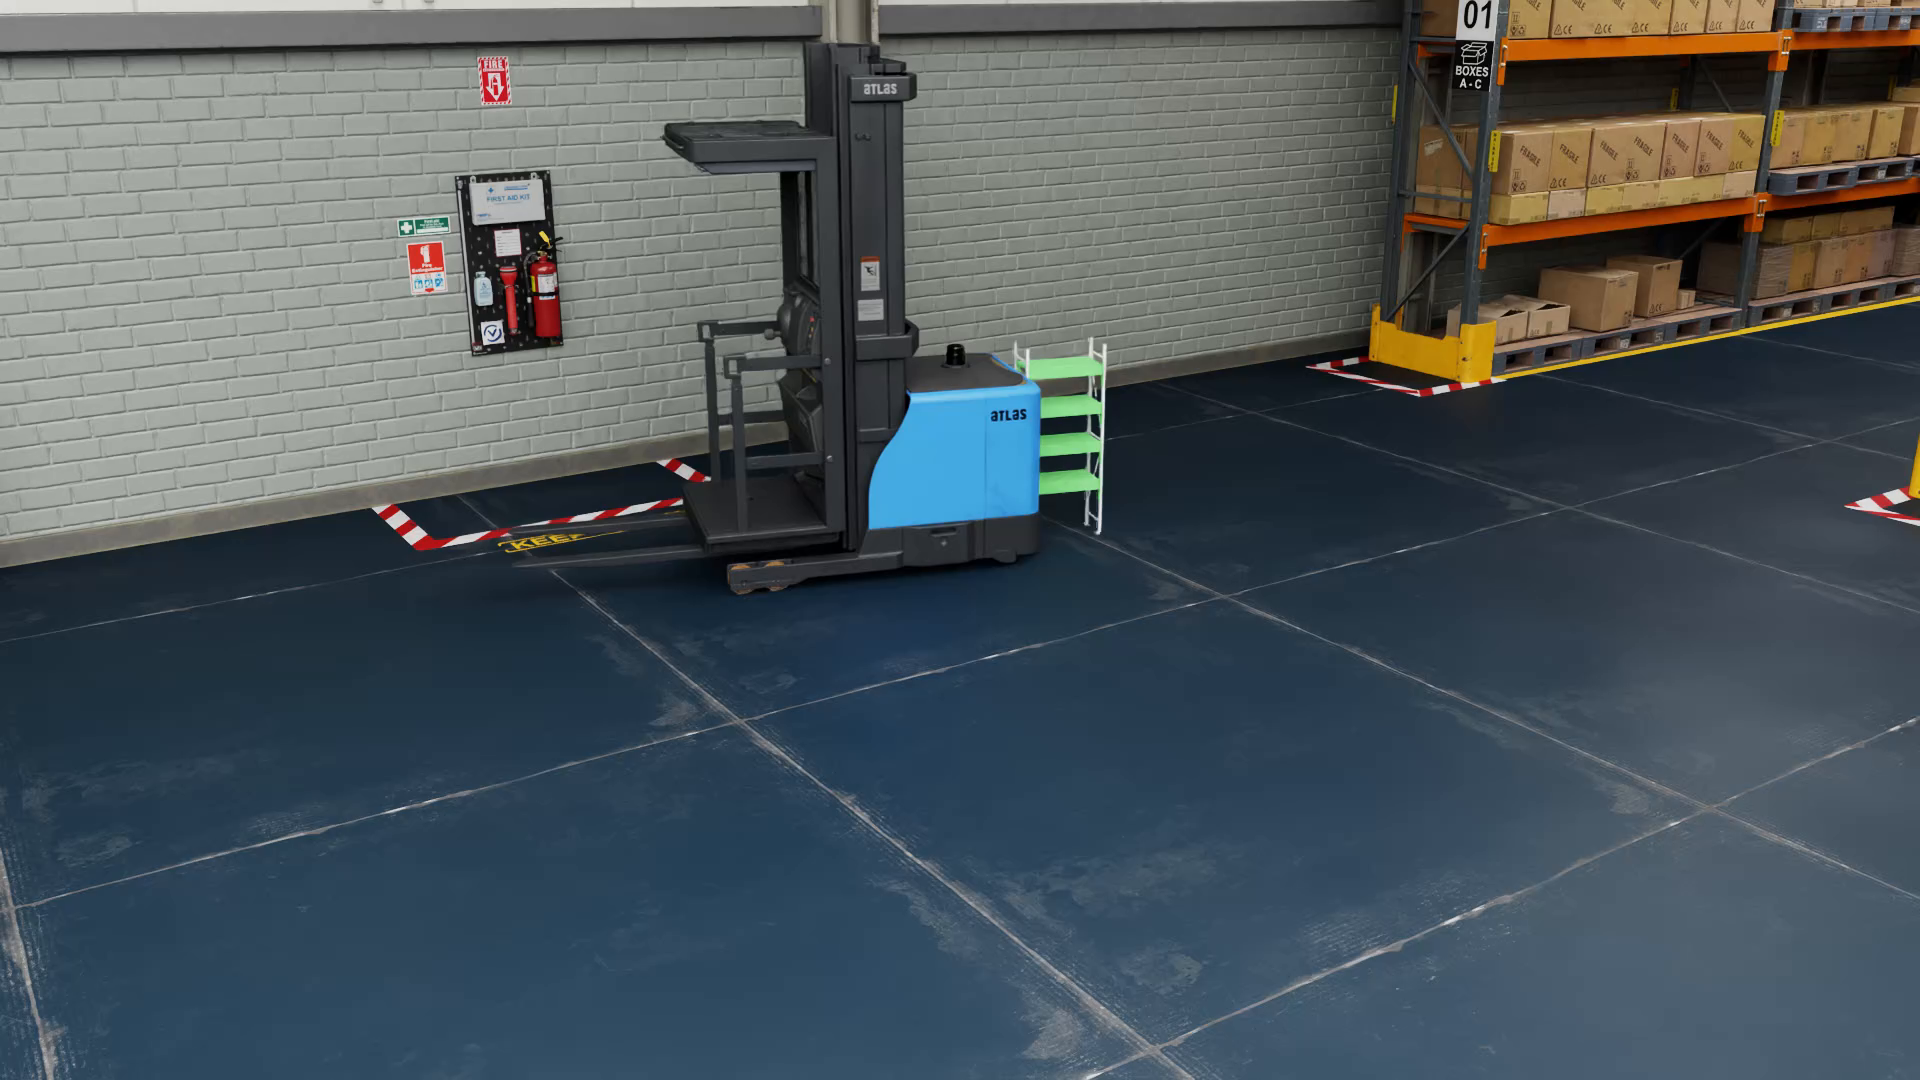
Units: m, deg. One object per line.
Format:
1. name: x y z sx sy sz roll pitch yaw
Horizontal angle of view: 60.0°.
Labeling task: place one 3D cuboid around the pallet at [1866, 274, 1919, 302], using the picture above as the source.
1. pallet: 10.113 -2.878 18.429 1.213 0.211 1.003 -12 22 -31

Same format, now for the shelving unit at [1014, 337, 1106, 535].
1. shelving unit: 0.602 -0.616 10.193 0.503 1.200 0.258 -6 19 -16

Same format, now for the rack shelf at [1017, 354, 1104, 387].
1. rack shelf: 0.602 -1.010 10.060 0.480 0.148 0.258 -6 19 -16

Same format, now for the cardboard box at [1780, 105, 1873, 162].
1. cardboard box: 8.873 -4.189 17.109 0.500 0.500 0.700 -9 21 -24

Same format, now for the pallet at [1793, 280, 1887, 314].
1. pallet: 9.095 -2.665 17.797 1.213 0.211 1.003 -12 22 -31

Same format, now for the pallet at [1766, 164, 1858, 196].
1. pallet: 8.144 -3.637 16.618 1.213 0.211 1.003 -12 22 -31

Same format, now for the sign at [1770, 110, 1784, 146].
1. sign: 7.731 -3.898 15.740 0.005 0.325 0.100 -12 22 -31

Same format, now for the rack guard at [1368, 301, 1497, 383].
1. rack guard: 4.149 -1.757 14.660 0.348 0.500 1.175 -12 22 -31

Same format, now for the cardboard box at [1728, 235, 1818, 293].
1. cardboard box: 8.436 -2.895 17.340 0.500 0.500 0.700 -12 22 -32

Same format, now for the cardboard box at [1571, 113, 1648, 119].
1. cardboard box: 6.065 -3.722 15.604 0.500 0.500 0.500 -11 22 -30

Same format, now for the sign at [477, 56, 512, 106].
1. sign: -2.963 -2.924 10.589 0.199 0.298 0.001 -12 22 -31

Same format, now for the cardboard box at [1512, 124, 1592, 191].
1. cardboard box: 5.068 -3.309 14.382 0.500 0.500 0.500 -12 22 -31

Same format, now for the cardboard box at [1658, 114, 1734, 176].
1. cardboard box: 6.788 -3.670 15.450 0.500 0.500 0.500 -12 22 -32

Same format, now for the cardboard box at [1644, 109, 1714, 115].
1. cardboard box: 6.919 -3.899 16.126 0.500 0.500 0.500 -13 22 -33

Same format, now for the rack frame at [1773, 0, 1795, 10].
1. rack frame: 7.426 -6.474 15.344 0.127 3.000 1.000 -12 22 -31

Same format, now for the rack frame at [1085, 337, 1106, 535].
1. rack frame: 0.836 -0.639 10.260 0.015 1.200 0.240 -6 19 -16

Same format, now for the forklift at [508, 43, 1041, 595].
1. forklift: -1.096 -1.271 9.428 3.031 2.935 1.130 -5 19 -16

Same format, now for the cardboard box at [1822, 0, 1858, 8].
1. cardboard box: 8.441 -5.393 16.313 0.500 0.311 0.500 -11 22 -30

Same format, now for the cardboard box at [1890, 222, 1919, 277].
1. cardboard box: 10.194 -3.220 18.302 0.500 0.500 0.700 -12 22 -31

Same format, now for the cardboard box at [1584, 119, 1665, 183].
1. cardboard box: 5.927 -3.493 14.924 0.500 0.500 0.500 -11 22 -30

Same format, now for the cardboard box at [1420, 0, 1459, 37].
1. cardboard box: 4.295 -4.546 14.138 0.500 0.500 0.500 -10 21 -28

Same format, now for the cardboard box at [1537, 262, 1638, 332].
1. cardboard box: 5.829 -2.266 15.479 0.500 0.500 0.700 -14 23 -35

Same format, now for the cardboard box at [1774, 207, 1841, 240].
1. cardboard box: 8.830 -3.317 17.417 0.500 0.250 0.500 -13 22 -33

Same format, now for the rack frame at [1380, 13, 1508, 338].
1. rack frame: 4.085 -2.927 14.220 0.127 3.000 1.000 -12 22 -31

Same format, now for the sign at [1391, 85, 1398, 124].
1. sign: 3.797 -3.778 14.434 0.005 0.325 0.100 -12 22 -31

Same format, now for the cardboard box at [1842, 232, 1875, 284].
1. cardboard box: 9.301 -3.065 17.844 0.500 0.500 0.700 -12 22 -32

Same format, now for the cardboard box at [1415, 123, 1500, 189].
1. cardboard box: 4.362 -3.361 14.535 0.500 0.500 0.500 -12 22 -32

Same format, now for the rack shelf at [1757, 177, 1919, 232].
1. rack shelf: 9.096 -3.643 17.462 4.000 0.370 1.077 -12 22 -31

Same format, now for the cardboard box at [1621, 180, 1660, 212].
1. cardboard box: 5.945 -3.139 15.048 0.500 0.250 0.500 -12 22 -31

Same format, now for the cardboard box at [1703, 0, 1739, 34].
1. cardboard box: 6.711 -4.869 15.093 0.500 0.500 0.500 -14 23 -36

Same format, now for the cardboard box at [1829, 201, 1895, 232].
1. cardboard box: 9.684 -3.492 17.934 0.500 0.250 0.500 -11 22 -30

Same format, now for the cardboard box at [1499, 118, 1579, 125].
1. cardboard box: 5.217 -3.539 15.062 0.500 0.500 0.500 -13 22 -33

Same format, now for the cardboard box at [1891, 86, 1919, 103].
1. cardboard box: 10.235 -4.770 17.815 0.250 0.149 0.380 -17 25 -40

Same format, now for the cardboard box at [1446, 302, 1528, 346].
1. cardboard box: 4.713 -1.960 14.870 0.500 0.311 0.500 -15 24 -37

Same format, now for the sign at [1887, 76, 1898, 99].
1. sign: 10.459 -5.033 18.640 0.005 0.325 0.100 -12 22 -31

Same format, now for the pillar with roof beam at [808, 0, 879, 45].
1. pillar with roof beam: 1.551 -3.916 7.777 0.400 9.000 9.100 -12 22 -31

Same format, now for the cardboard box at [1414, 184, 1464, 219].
1. cardboard box: 4.369 -3.000 14.638 0.500 0.250 0.500 -12 22 -31

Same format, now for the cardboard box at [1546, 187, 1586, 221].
1. cardboard box: 5.093 -2.962 14.526 0.500 0.250 0.500 -13 22 -33

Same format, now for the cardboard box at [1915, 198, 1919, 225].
1. cardboard box: 11.453 -3.612 18.945 0.750 0.750 0.750 -12 22 -32

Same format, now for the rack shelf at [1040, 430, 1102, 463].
1. rack shelf: 0.602 -0.555 10.213 0.480 0.148 0.258 -6 19 -16

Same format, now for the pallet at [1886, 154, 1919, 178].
1. pallet: 10.230 -4.092 17.964 1.003 0.211 1.213 -12 22 -31

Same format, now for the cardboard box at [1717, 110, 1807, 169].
1. cardboard box: 7.870 -3.968 16.456 0.500 0.500 0.700 -12 22 -31

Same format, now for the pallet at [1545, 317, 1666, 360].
1. pallet: 5.865 -1.967 15.734 1.213 0.211 1.003 -12 22 -31

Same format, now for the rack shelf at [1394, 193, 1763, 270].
1. rack shelf: 5.756 -2.939 15.378 4.000 0.370 1.077 -12 22 -31

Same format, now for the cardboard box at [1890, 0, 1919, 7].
1. cardboard box: 9.633 -5.612 17.286 0.637 0.503 0.797 -9 20 -24

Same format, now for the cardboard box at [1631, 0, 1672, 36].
1. cardboard box: 5.838 -4.675 14.518 0.500 0.500 0.500 -10 21 -28

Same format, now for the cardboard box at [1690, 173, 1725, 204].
1. cardboard box: 6.777 -3.320 15.586 0.500 0.250 0.500 -12 22 -31

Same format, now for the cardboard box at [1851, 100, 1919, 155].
1. cardboard box: 9.928 -4.401 17.737 0.500 0.500 0.700 -14 23 -36

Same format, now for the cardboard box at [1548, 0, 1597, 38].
1. cardboard box: 4.970 -4.482 13.949 0.500 0.500 0.500 -10 21 -28

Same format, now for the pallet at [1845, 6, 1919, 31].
1. pallet: 8.865 -5.228 16.634 1.003 0.211 1.213 -12 22 -31

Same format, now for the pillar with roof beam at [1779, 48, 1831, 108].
1. pillar with roof beam: 11.573 -6.029 14.029 0.400 9.000 9.100 -12 22 -31

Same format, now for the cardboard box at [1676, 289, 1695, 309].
1. cardboard box: 6.996 -2.396 16.385 0.250 0.166 0.380 -16 24 -38
